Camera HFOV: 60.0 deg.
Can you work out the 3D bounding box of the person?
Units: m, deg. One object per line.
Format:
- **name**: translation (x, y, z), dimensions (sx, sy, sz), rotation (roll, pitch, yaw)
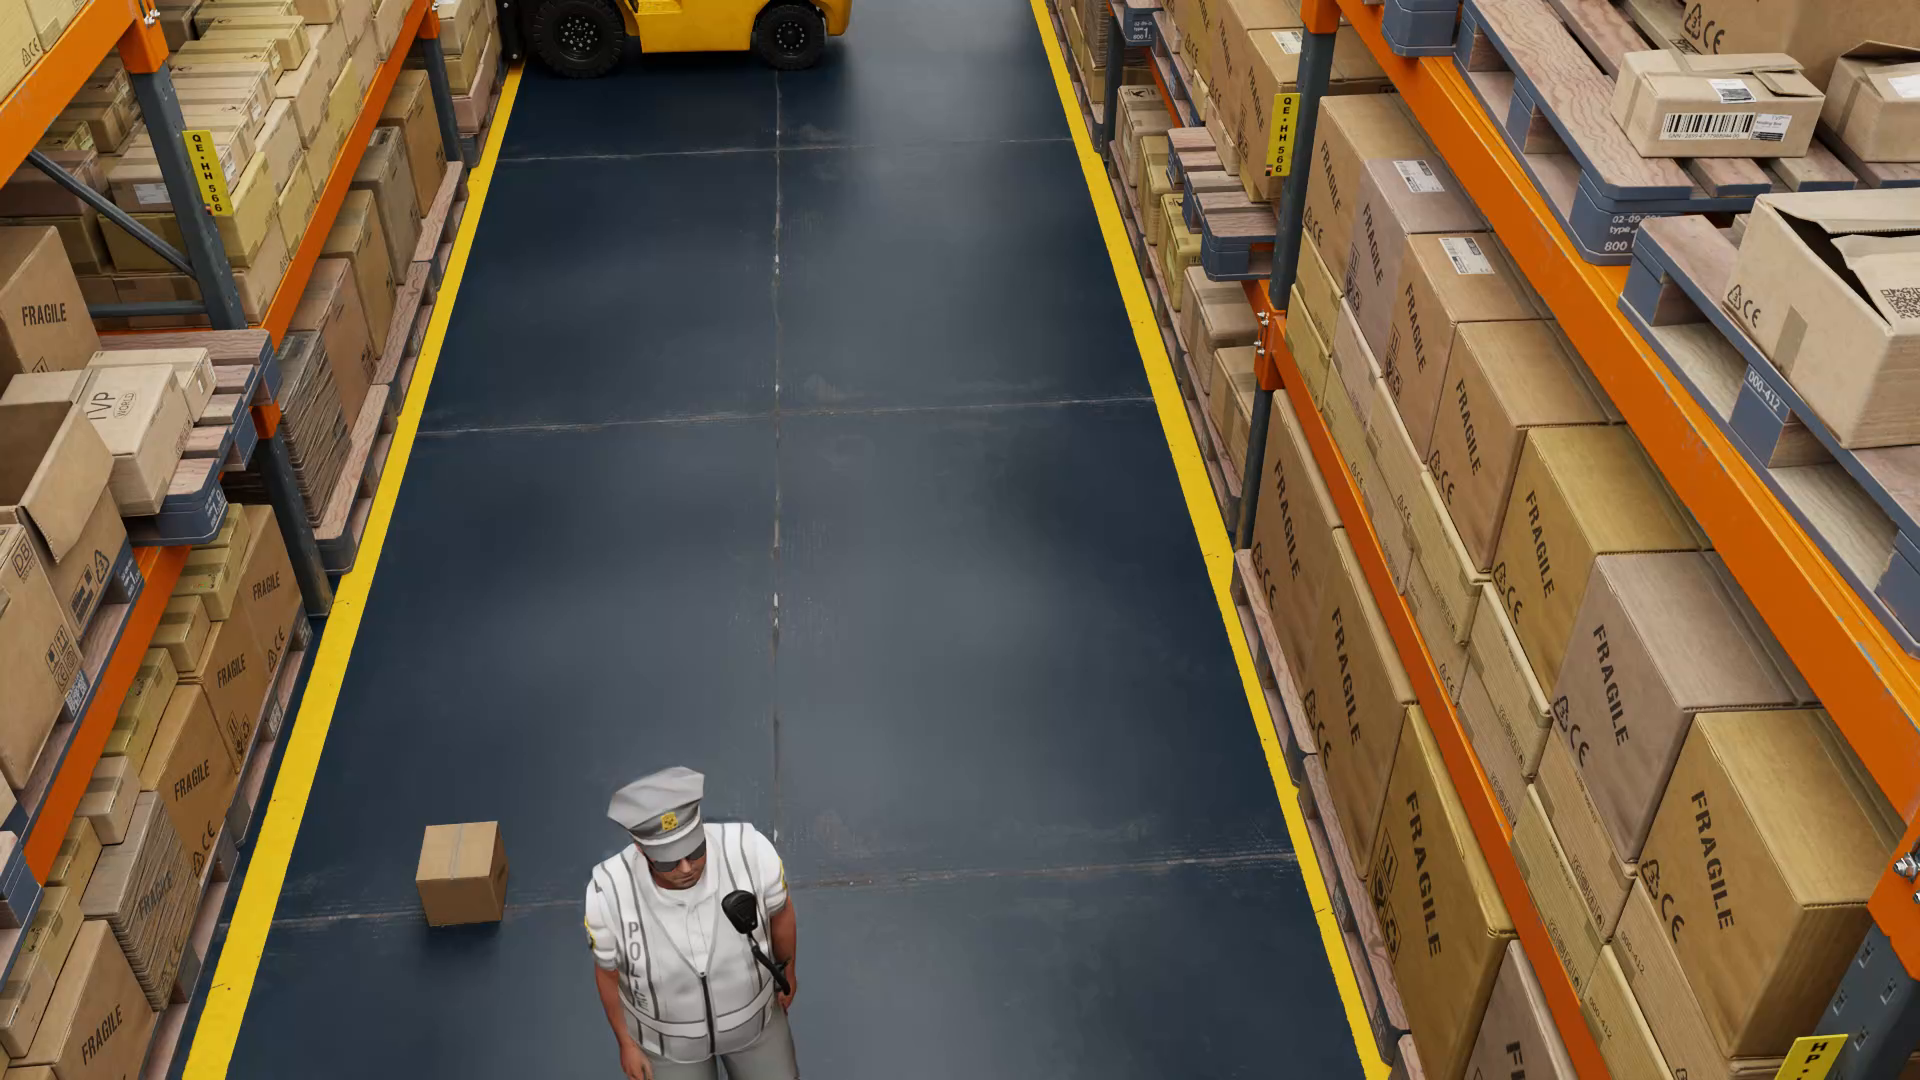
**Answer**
- **person**: translation (-0.696, 1.257, 4.538), dimensions (0.544, 1.766, 0.509), rotation (-11, 40, -14)
